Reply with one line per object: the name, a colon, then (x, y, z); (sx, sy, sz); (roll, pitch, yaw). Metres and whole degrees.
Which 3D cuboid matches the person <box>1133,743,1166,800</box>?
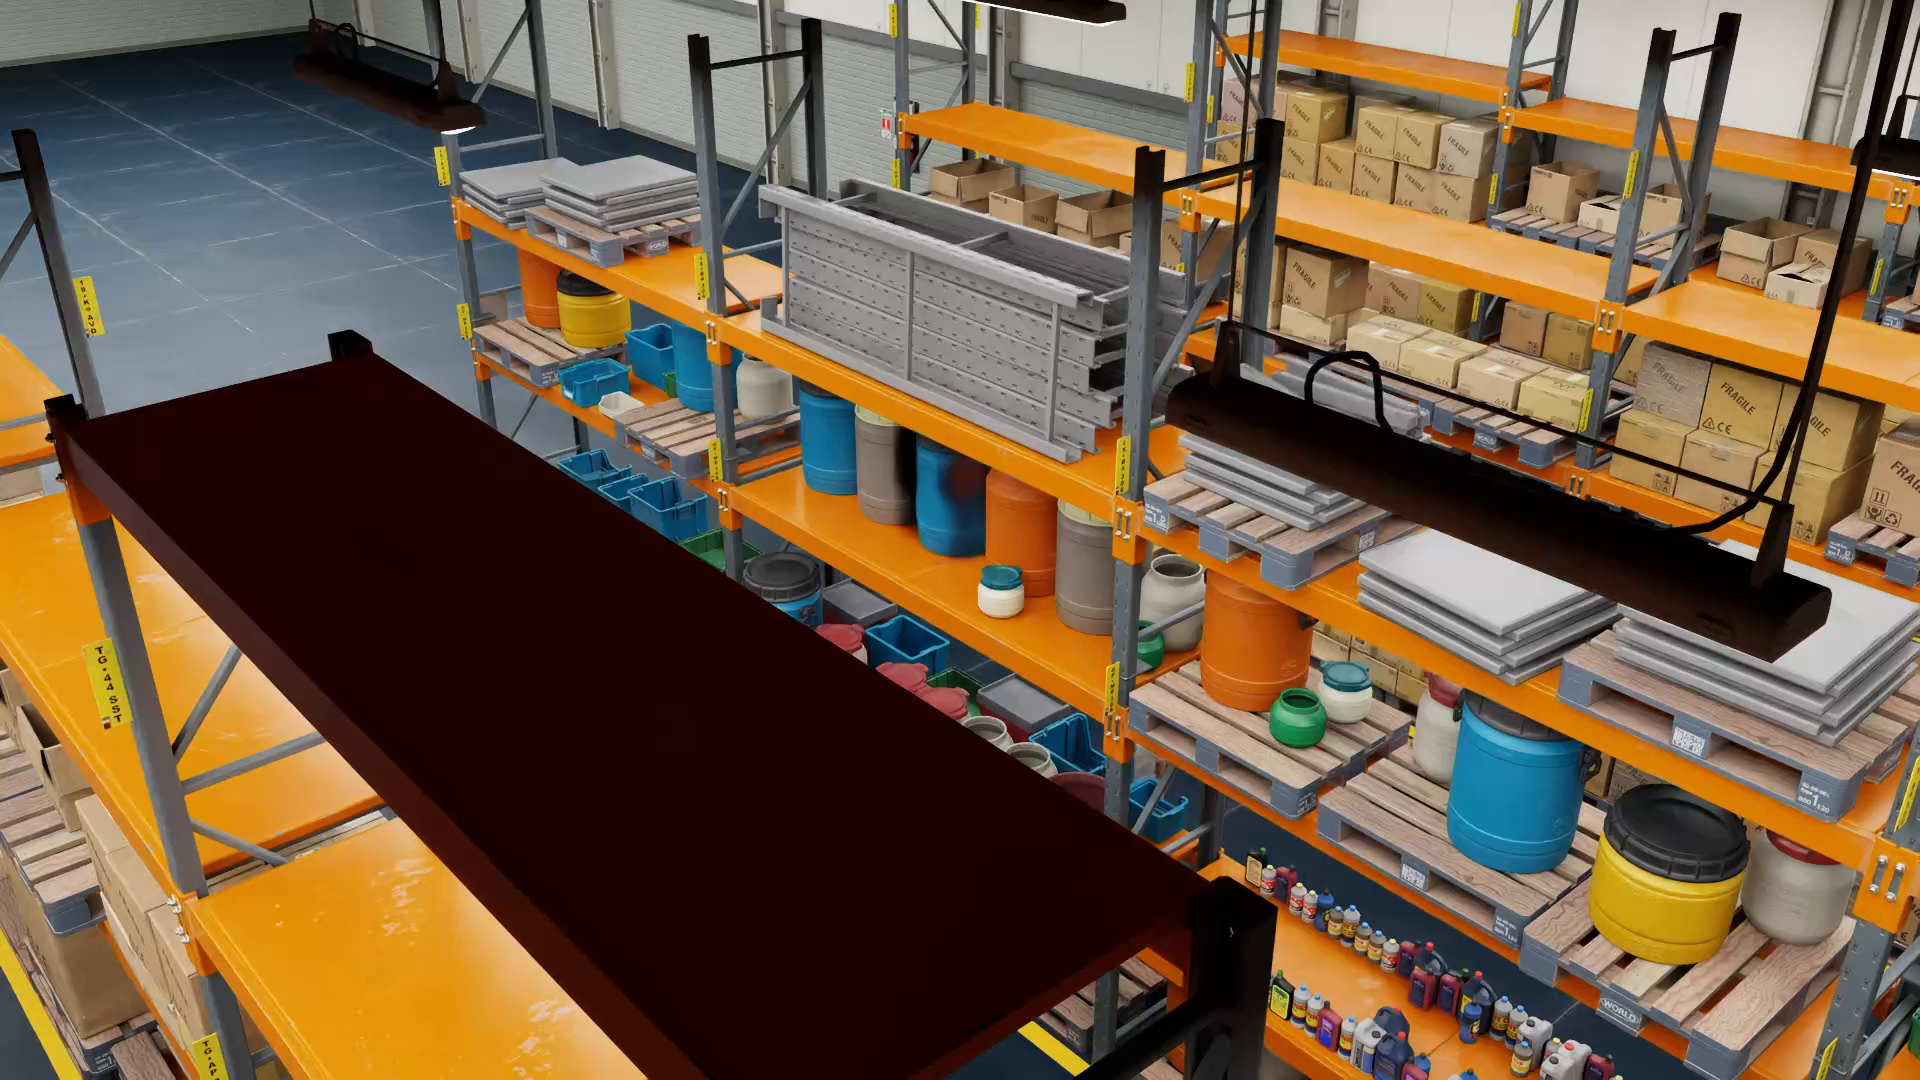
person: (1.250, 1.862, 12.076); (0.573, 1.694, 0.384); (-9, 28, -18)
